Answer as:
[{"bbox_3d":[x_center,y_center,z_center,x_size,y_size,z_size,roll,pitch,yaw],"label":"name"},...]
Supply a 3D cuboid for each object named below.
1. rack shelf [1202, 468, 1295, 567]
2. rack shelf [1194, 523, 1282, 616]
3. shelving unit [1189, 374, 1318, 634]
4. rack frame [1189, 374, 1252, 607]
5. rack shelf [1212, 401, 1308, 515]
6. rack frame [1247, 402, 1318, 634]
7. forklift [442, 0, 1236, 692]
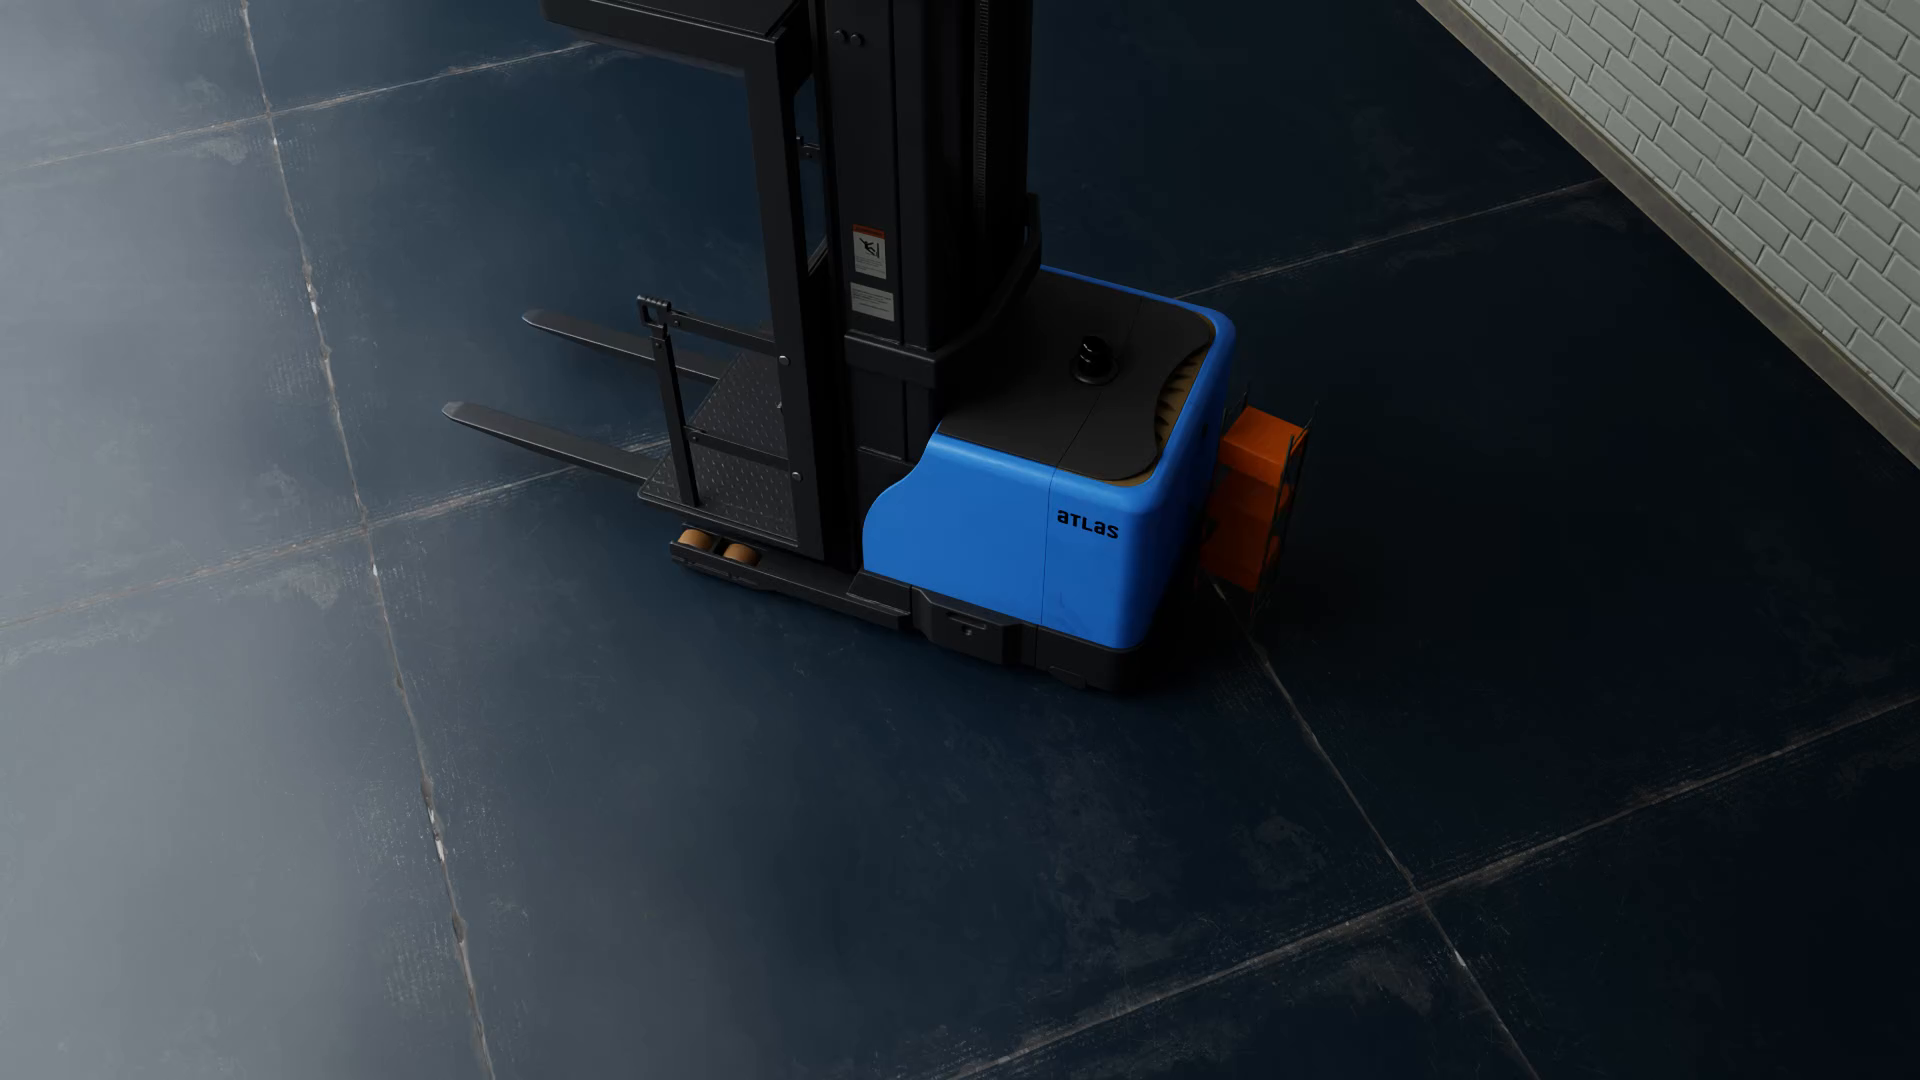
[{"bbox_3d":[1.042,-0.099,5.995,0.240,0.259,0.215,26,53,21],"label":"rack shelf"},{"bbox_3d":[1.040,0.085,6.204,0.240,0.259,0.215,26,53,21],"label":"rack shelf"},{"bbox_3d":[1.042,-0.106,5.987,0.252,1.050,0.215,26,53,21],"label":"shelving unit"},{"bbox_3d":[0.939,-0.156,6.030,0.008,1.050,0.200,26,53,21],"label":"rack frame"},{"bbox_3d":[1.044,-0.287,5.782,0.240,0.259,0.215,26,53,21],"label":"rack shelf"},{"bbox_3d":[1.145,-0.056,5.944,0.008,1.050,0.200,26,53,21],"label":"rack frame"},{"bbox_3d":[-0.578,-1.133,5.632,3.031,2.935,1.130,17,51,14],"label":"forklift"}]
